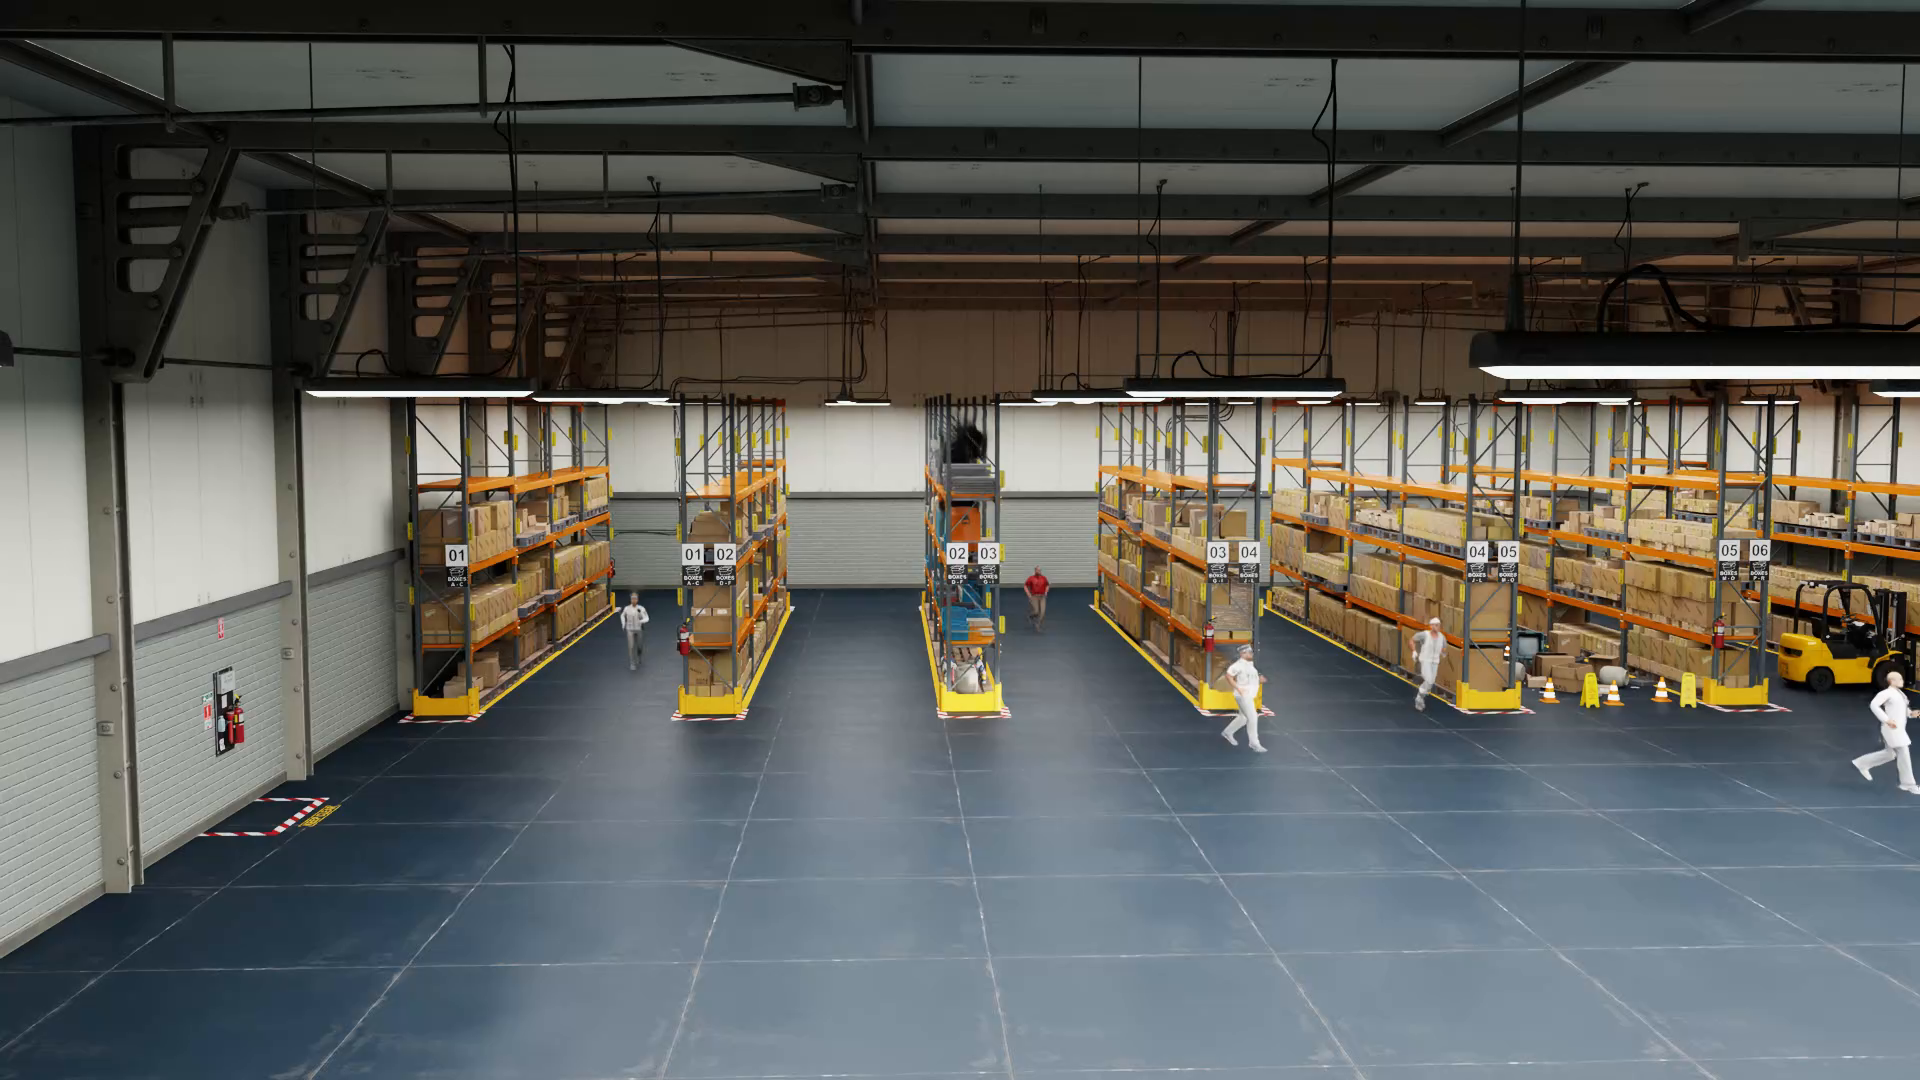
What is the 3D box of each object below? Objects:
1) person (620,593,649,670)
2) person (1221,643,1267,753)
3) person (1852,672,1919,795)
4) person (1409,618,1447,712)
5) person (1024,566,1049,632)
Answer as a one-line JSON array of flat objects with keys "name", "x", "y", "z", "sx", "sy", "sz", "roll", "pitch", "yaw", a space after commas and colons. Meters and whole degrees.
[{"name": "person", "x": -7.166, "y": 1.989, "z": 36.606, "sx": 0.624, "sy": 1.663, "sz": 0.875, "roll": -1, "pitch": 5, "yaw": -8}, {"name": "person", "x": 4.774, "y": 2.632, "z": 27.895, "sx": 0.844, "sy": 1.800, "sz": 0.653, "roll": 2, "pitch": 5, "yaw": 27}, {"name": "person", "x": 13.965, "y": 2.964, "z": 24.948, "sx": 1.034, "sy": 1.590, "sz": 0.710, "roll": 4, "pitch": 6, "yaw": 39}, {"name": "person", "x": 8.929, "y": 2.351, "z": 31.574, "sx": 0.658, "sy": 1.770, "sz": 0.755, "roll": -1, "pitch": 5, "yaw": -15}, {"name": "person", "x": 2.003, "y": 1.510, "z": 42.768, "sx": 0.663, "sy": 1.676, "sz": 0.600, "roll": -1, "pitch": 5, "yaw": -17}]
